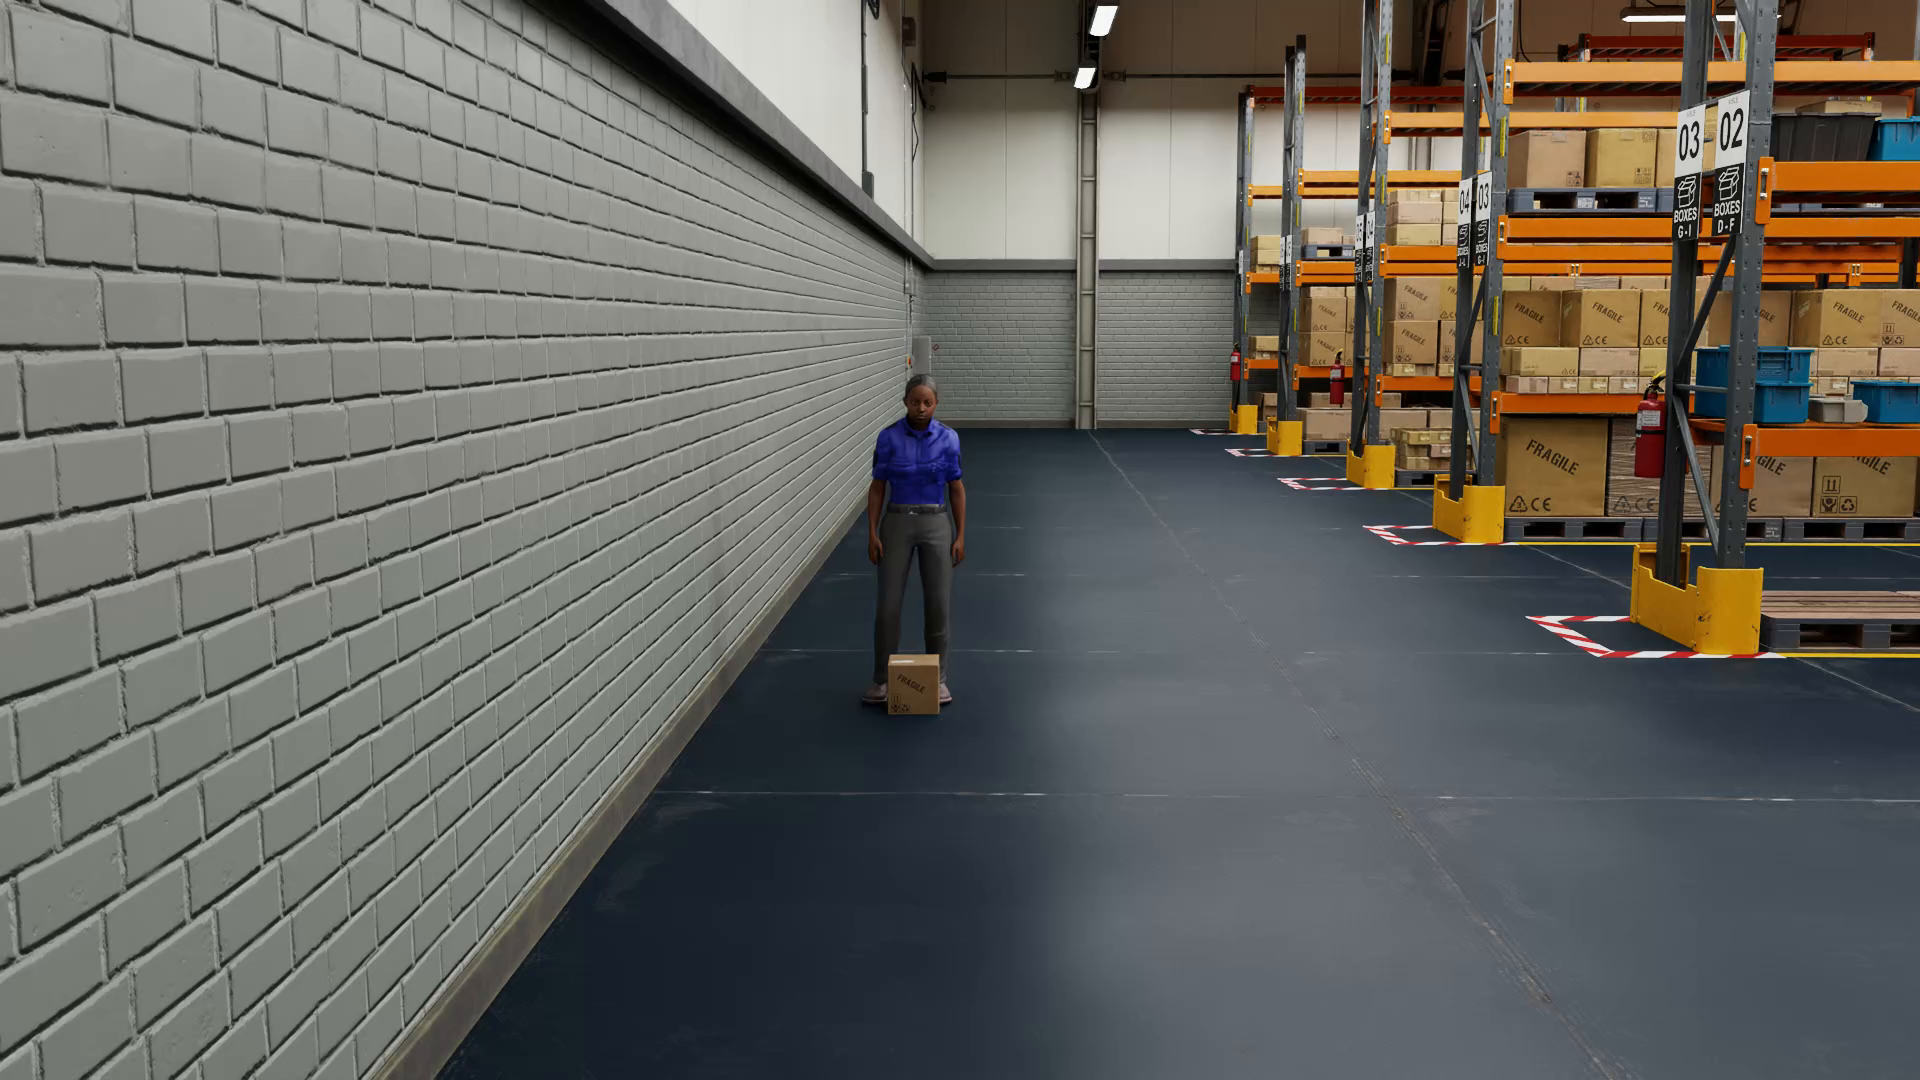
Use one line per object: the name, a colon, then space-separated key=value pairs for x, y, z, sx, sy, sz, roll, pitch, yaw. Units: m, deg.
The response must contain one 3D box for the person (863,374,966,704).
person: x=-0.231 y=-0.010 z=8.381 sx=0.525 sy=1.653 sz=0.350 roll=0 pitch=7 yaw=-2
